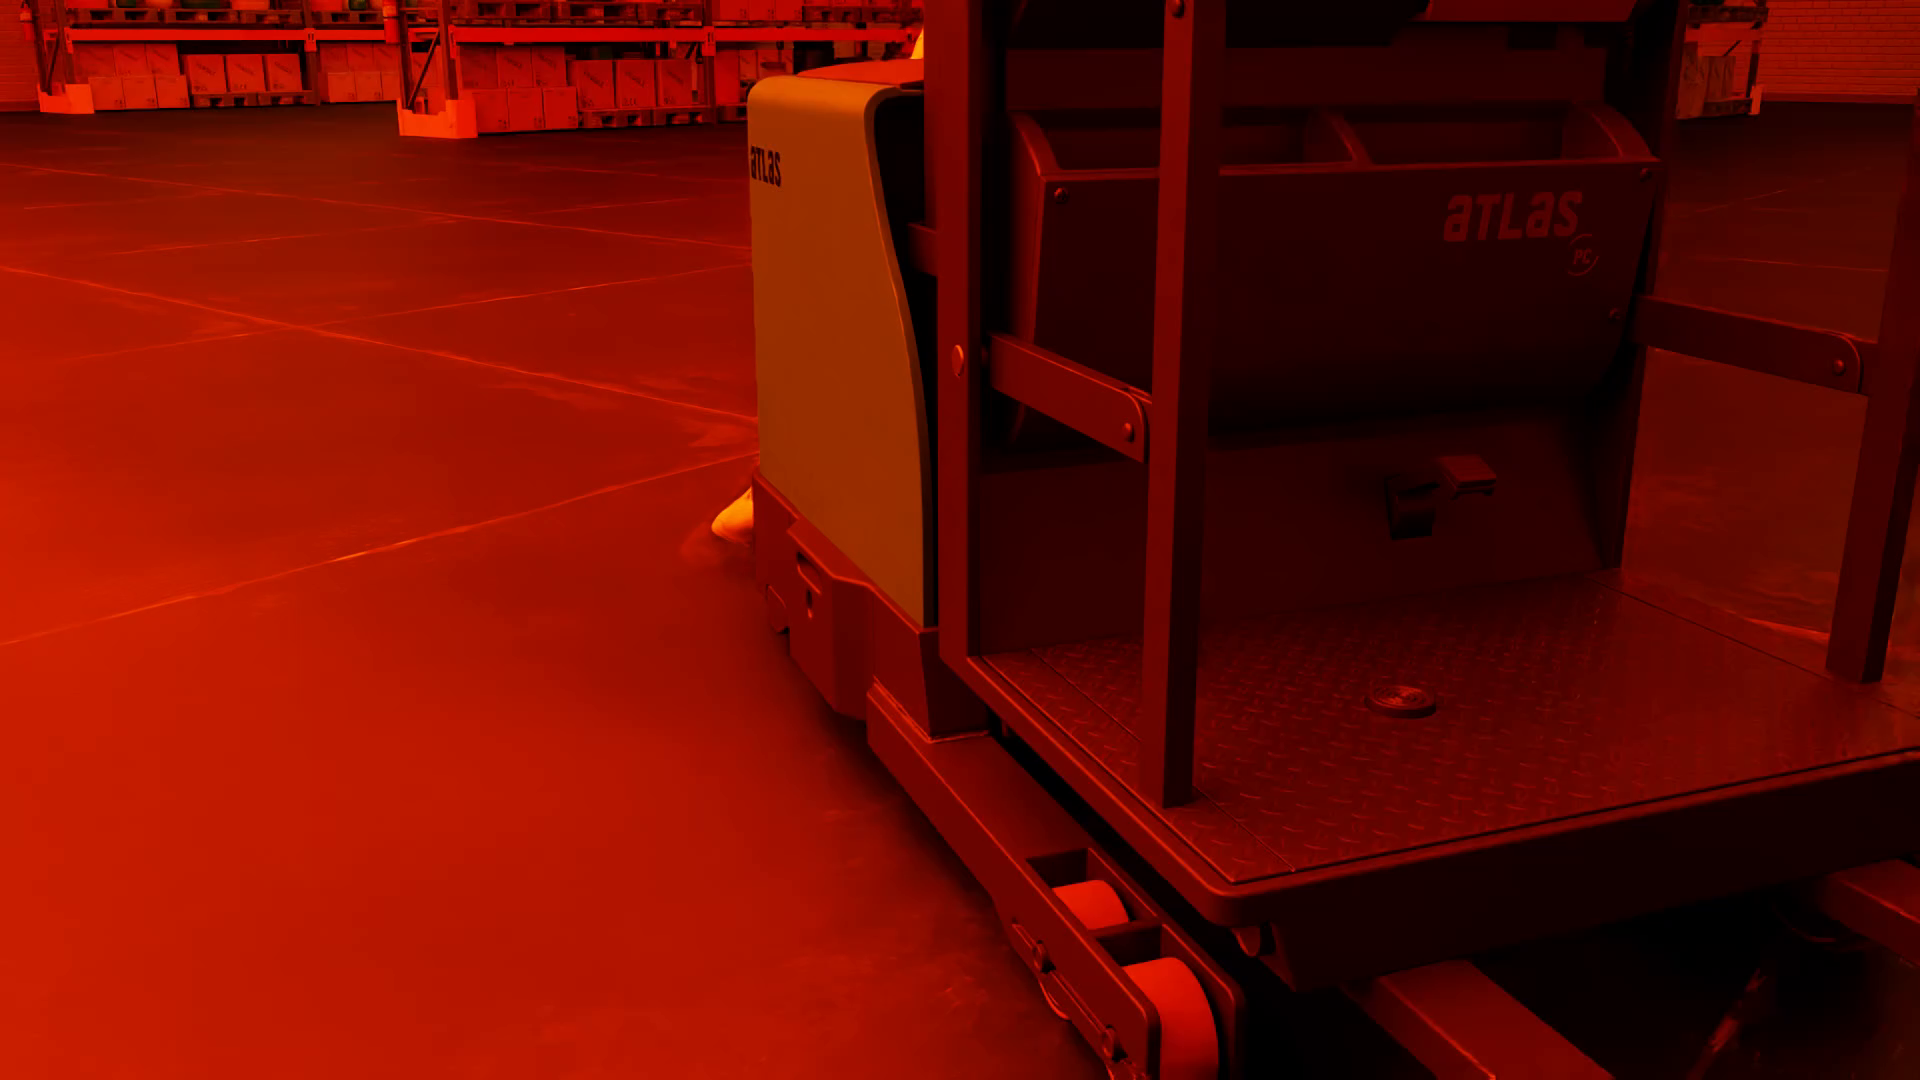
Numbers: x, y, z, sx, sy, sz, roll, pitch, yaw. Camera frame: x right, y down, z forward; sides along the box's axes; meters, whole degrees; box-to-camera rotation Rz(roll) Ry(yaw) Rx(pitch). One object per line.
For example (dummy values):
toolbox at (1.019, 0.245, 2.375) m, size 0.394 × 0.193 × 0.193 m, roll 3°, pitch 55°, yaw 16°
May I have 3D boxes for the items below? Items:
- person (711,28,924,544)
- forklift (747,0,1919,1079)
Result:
person at (0.137, -0.721, 3.763) m, size 1.490 × 1.526 × 0.861 m, roll -9°, pitch 19°, yaw -28°
forklift at (0.586, -0.904, 1.875) m, size 1.130 × 2.935 × 3.031 m, roll -6°, pitch 18°, yaw -20°
